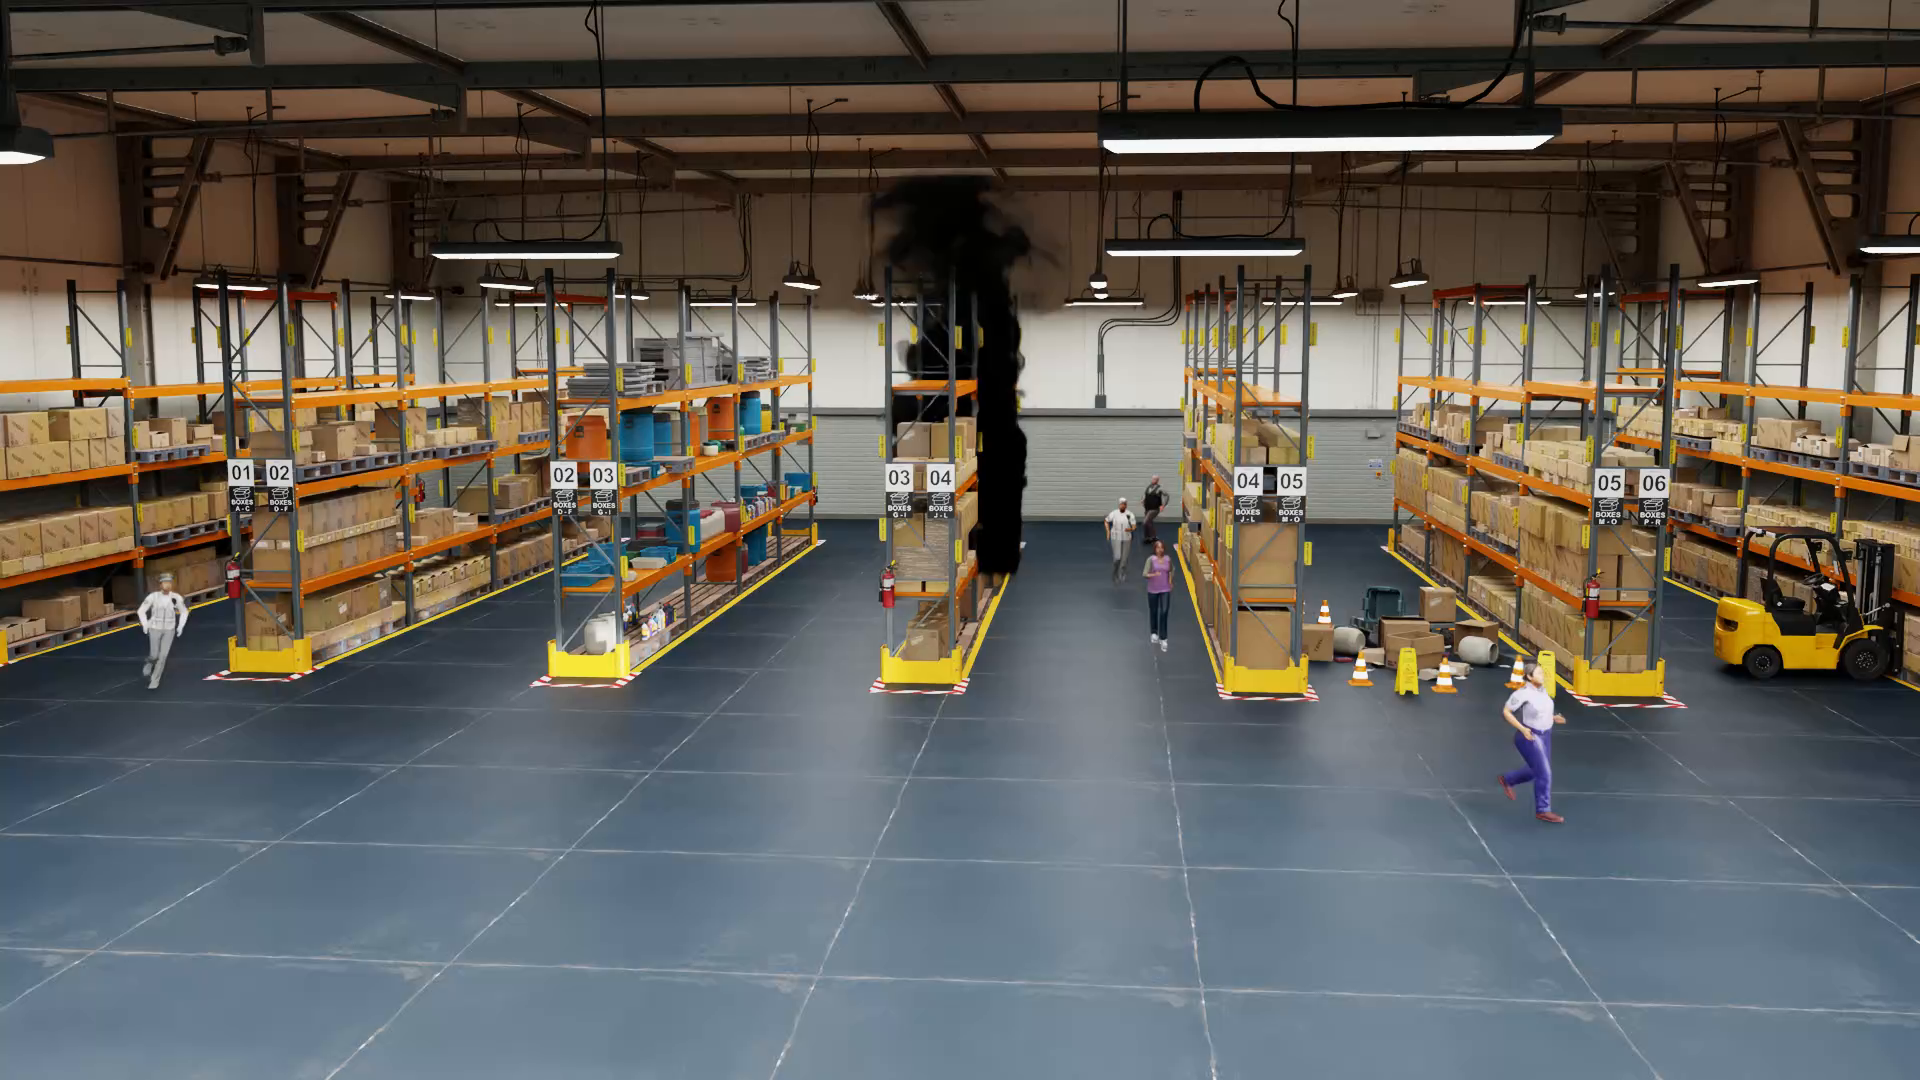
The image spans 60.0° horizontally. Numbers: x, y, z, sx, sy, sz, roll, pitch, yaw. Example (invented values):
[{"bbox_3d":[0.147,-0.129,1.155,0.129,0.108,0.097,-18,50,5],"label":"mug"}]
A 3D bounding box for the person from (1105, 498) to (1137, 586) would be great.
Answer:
[{"bbox_3d":[3.104,0.043,31.993,0.582,1.711,0.639,0,7,-4],"label":"person"}]

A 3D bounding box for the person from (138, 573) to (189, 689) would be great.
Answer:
[{"bbox_3d":[-11.487,1.284,24.024,0.659,1.624,0.600,-4,8,-31],"label":"person"}]

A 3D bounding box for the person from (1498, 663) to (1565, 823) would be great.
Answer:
[{"bbox_3d":[5.990,2.090,17.443,0.621,1.616,0.842,-6,9,-40],"label":"person"}]

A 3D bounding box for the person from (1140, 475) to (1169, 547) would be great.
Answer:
[{"bbox_3d":[4.660,-0.698,40.075,0.660,1.755,0.717,-5,8,-35],"label":"person"}]

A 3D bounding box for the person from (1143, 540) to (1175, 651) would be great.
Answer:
[{"bbox_3d":[3.042,0.825,25.393,0.523,1.652,0.669,0,7,0],"label":"person"}]
